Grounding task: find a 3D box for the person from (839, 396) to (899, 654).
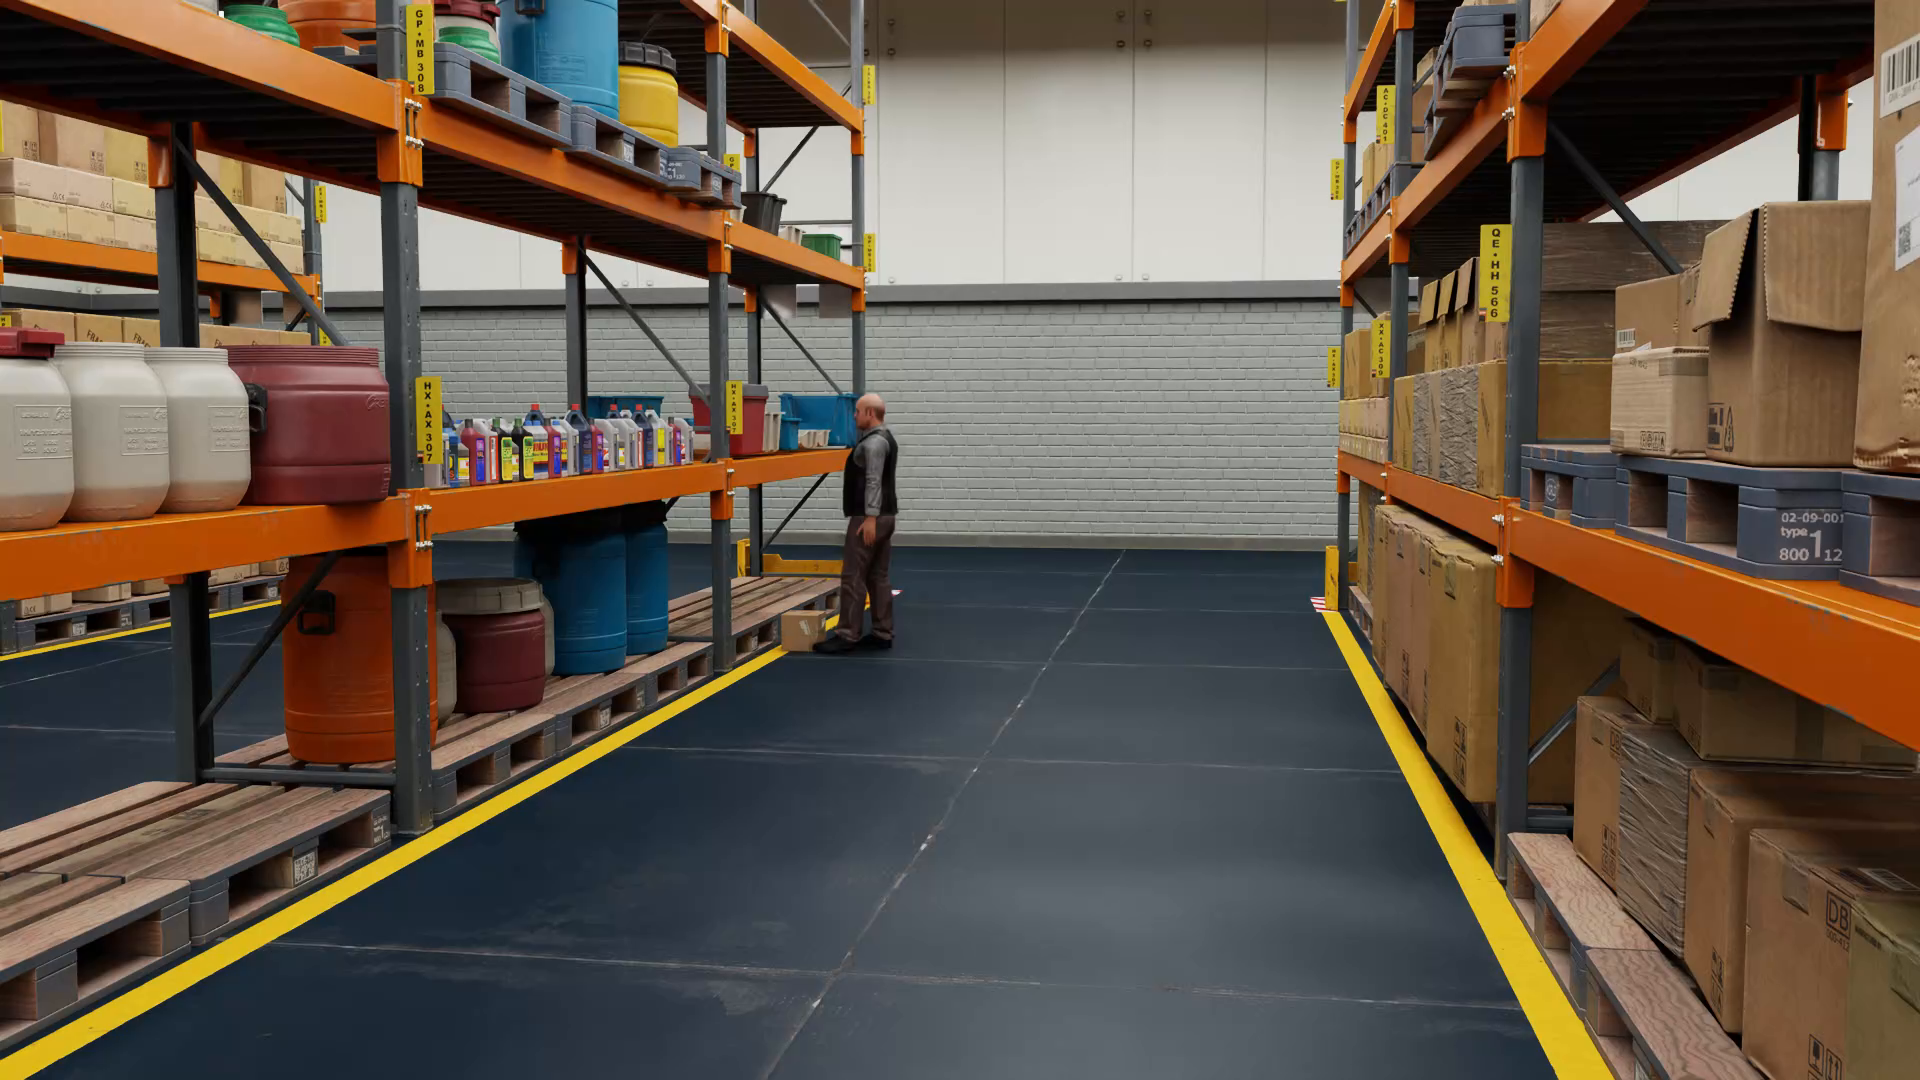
[{"bbox_3d":[-0.613,-0.105,11.173,0.363,1.716,0.532,1,4,10],"label":"person"}]
